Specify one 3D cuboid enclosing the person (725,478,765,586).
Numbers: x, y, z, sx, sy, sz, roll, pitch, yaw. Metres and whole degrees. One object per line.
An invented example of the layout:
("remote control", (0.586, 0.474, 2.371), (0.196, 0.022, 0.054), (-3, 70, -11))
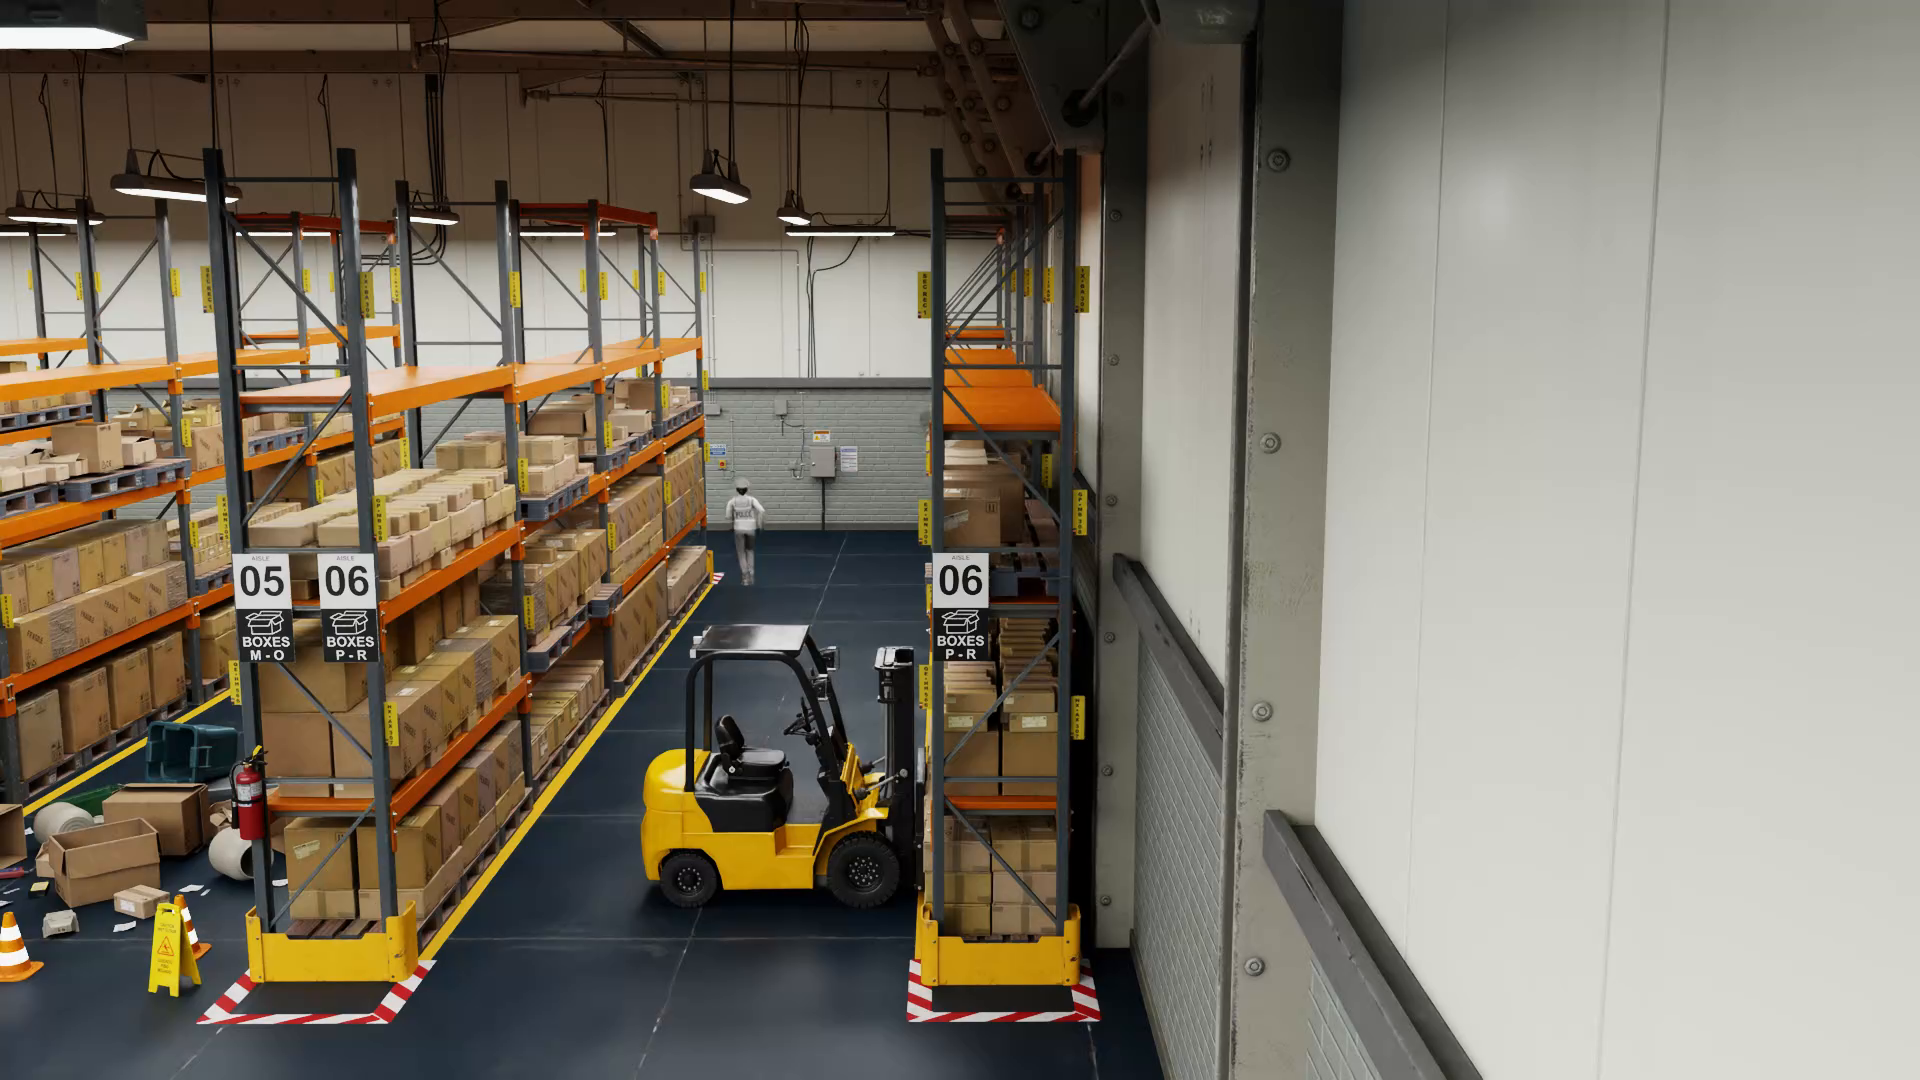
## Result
("person", (-3.383, -0.121, 26.136), (0.598, 1.721, 0.609), (-2, 9, -13))
